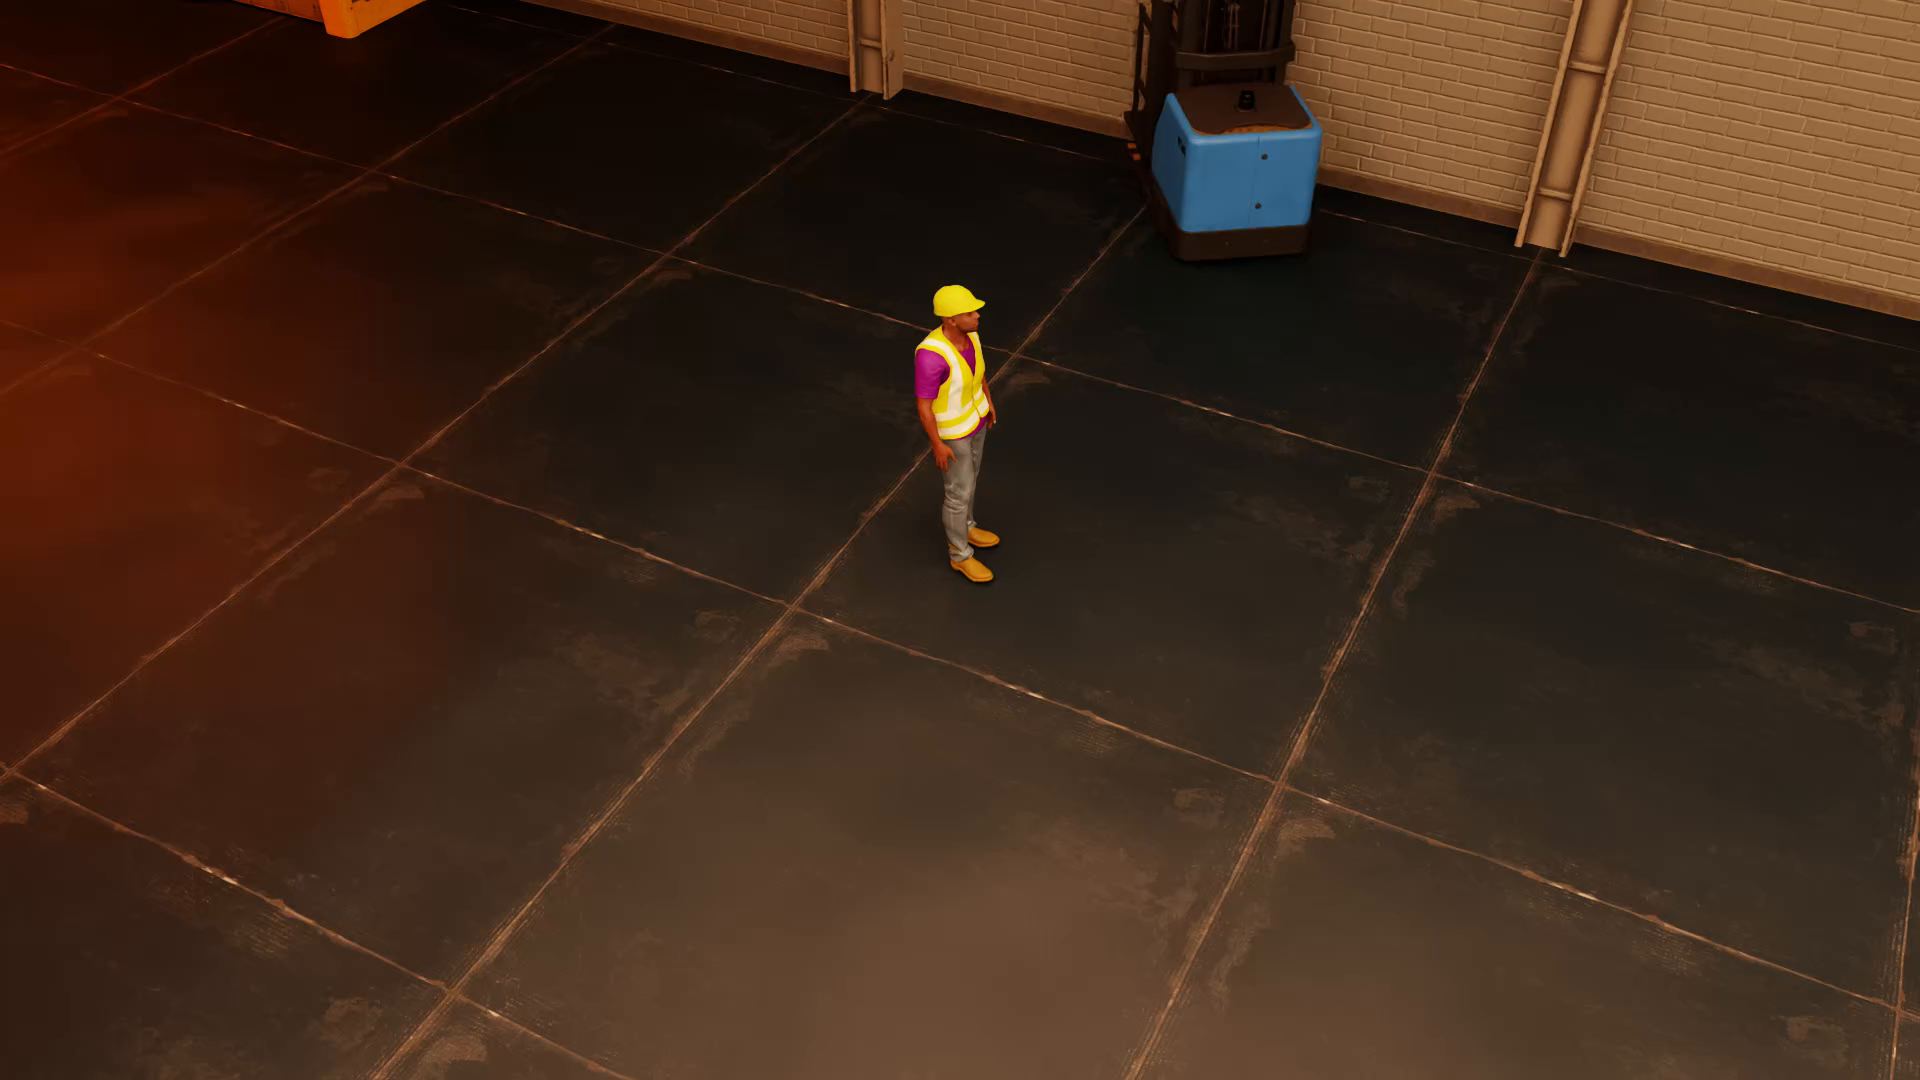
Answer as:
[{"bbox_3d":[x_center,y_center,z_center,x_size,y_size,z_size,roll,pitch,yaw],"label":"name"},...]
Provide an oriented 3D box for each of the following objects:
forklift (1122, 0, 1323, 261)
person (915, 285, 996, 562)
[{"bbox_3d":[1.977,-4.195,12.968,1.130,2.935,3.031,-5,40,-6],"label":"forklift"},{"bbox_3d":[-0.011,-0.703,9.668,0.420,1.706,0.665,18,43,21],"label":"person"}]
